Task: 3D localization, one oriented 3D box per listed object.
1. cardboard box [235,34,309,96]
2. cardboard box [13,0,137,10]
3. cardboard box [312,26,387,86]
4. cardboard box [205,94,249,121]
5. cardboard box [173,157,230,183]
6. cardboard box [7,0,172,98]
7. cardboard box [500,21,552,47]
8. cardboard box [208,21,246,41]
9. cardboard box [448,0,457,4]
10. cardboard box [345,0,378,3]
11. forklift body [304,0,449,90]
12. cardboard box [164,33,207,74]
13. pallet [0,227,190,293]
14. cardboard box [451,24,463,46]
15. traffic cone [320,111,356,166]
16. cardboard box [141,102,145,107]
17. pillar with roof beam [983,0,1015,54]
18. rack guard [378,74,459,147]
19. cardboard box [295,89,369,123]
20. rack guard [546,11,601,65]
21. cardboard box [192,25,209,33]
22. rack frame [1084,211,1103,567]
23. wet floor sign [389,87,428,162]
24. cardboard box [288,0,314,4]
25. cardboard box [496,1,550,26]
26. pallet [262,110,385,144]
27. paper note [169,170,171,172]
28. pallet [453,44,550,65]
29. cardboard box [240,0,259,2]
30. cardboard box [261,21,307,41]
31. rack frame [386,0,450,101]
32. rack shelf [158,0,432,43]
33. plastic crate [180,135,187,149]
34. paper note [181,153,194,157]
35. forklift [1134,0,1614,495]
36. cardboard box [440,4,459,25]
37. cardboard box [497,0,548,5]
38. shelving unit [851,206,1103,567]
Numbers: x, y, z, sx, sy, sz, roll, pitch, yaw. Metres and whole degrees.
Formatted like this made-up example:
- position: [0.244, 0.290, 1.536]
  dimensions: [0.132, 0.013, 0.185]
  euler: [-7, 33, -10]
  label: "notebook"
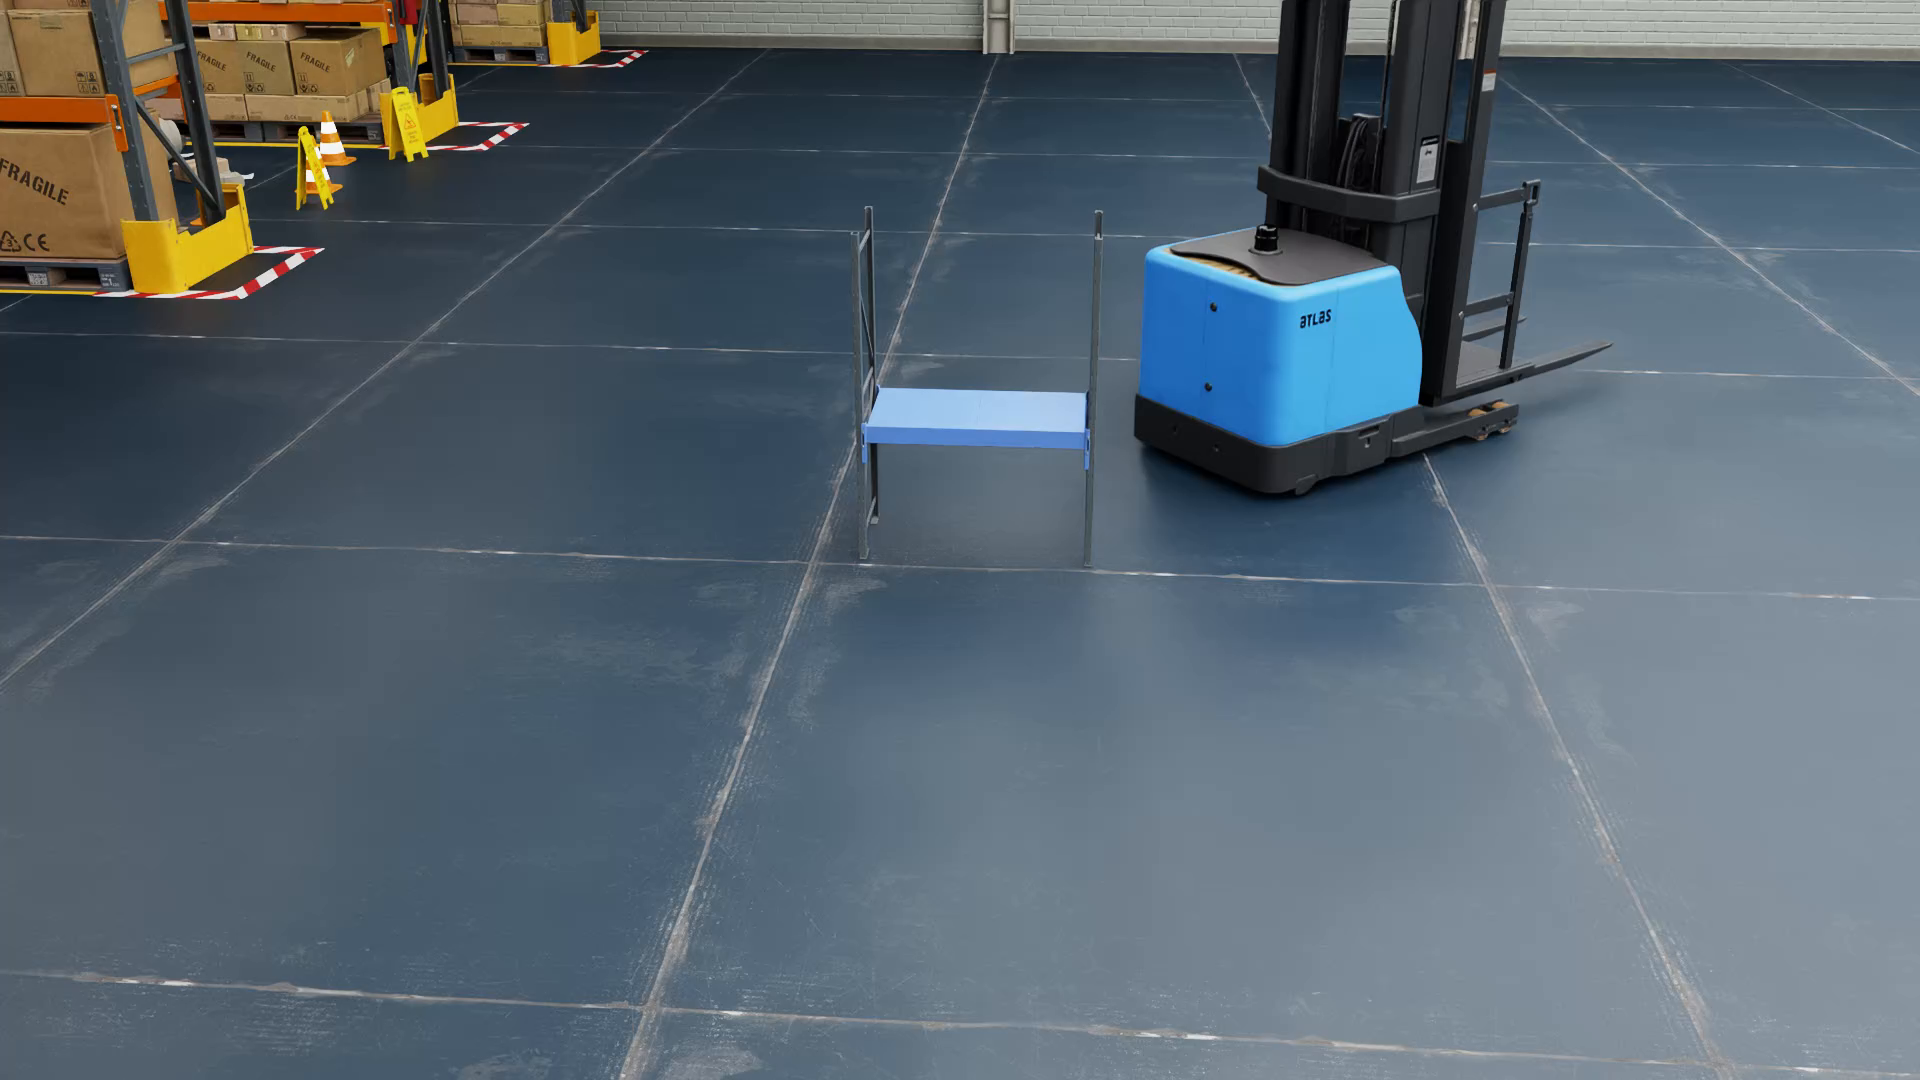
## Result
- position: [-6.574, -4.581, 16.008]
  dimensions: [0.500, 0.500, 0.500]
  euler: [3, 25, 6]
  label: "cardboard box"
- position: [-5.880, -3.887, 11.138]
  dimensions: [0.550, 0.550, 0.875]
  euler: [2, 25, 4]
  label: "cardboard box"
- position: [-6.042, -4.791, 16.463]
  dimensions: [0.500, 0.500, 0.500]
  euler: [1, 25, 2]
  label: "cardboard box"
- position: [-7.100, -4.257, 16.199]
  dimensions: [0.500, 0.250, 0.500]
  euler: [1, 25, 2]
  label: "cardboard box"
- position: [-6.696, -3.272, 14.682]
  dimensions: [0.250, 0.149, 0.380]
  euler: [16, 29, 31]
  label: "cardboard box"
- position: [-5.887, -3.362, 11.288]
  dimensions: [0.550, 0.550, 0.875]
  euler: [2, 25, 4]
  label: "cardboard box"
- position: [-5.351, -6.261, 20.555]
  dimensions: [0.500, 0.250, 0.500]
  euler: [2, 25, 4]
  label: "cardboard box"
- position: [-6.938, -4.863, 15.844]
  dimensions: [0.250, 0.149, 0.380]
  euler: [3, 25, 6]
  label: "cardboard box"
- position: [-6.355, -6.742, 20.405]
  dimensions: [0.500, 0.250, 0.500]
  euler: [2, 25, 5]
  label: "cardboard box"
- position: [-5.624, -5.176, 15.710]
  dimensions: [0.250, 0.149, 0.380]
  euler: [3, 25, 6]
  label: "cardboard box"
- position: [-6.889, -6.350, 18.978]
  dimensions: [1.214, 2.155, 2.313]
  euler: [2, 25, 4]
  label: "forklift body"
- position: [-7.604, -4.616, 16.084]
  dimensions: [0.500, 0.500, 0.500]
  euler: [3, 25, 7]
  label: "cardboard box"
- position: [-6.316, -2.027, 11.902]
  dimensions: [1.213, 0.211, 1.003]
  euler: [2, 25, 4]
  label: "pallet"
- position: [-6.345, -6.300, 20.641]
  dimensions: [0.500, 0.250, 0.500]
  euler: [2, 25, 5]
  label: "cardboard box"
- position: [-5.762, -3.690, 15.217]
  dimensions: [0.334, 0.463, 0.336]
  euler: [2, 25, 4]
  label: "traffic cone"
- position: [-8.122, -4.293, 16.278]
  dimensions: [0.500, 0.250, 0.500]
  euler: [3, 25, 7]
  label: "cardboard box"
- position: [0.169, -8.573, 15.615]
  dimensions: [0.400, 9.000, 9.100]
  euler: [2, 25, 4]
  label: "pillar with roof beam"
- position: [-5.311, -4.234, 16.353]
  dimensions: [0.348, 0.500, 1.175]
  euler: [2, 25, 4]
  label: "rack guard"
- position: [-6.085, -4.223, 16.126]
  dimensions: [0.500, 0.250, 0.500]
  euler: [2, 25, 4]
  label: "cardboard box"
- position: [-4.835, -6.299, 20.842]
  dimensions: [0.348, 0.500, 1.175]
  euler: [2, 25, 4]
  label: "rack guard"
- position: [-7.597, -4.839, 16.567]
  dimensions: [0.500, 0.500, 0.500]
  euler: [3, 25, 7]
  label: "cardboard box"
- position: [0.592, -0.662, 7.395]
  dimensions: [0.032, 1.500, 0.500]
  euler: [2, 25, 4]
  label: "rack frame"
- position: [-5.127, -3.845, 15.335]
  dimensions: [0.232, 0.644, 0.267]
  euler: [11, 27, 22]
  label: "wet floor sign"
- position: [-6.139, -5.155, 15.664]
  dimensions: [0.250, 0.149, 0.380]
  euler: [1, 25, 3]
  label: "cardboard box"
- position: [-5.368, -6.490, 20.454]
  dimensions: [0.500, 0.250, 0.500]
  euler: [2, 25, 3]
  label: "cardboard box"
- position: [-6.118, -4.143, 16.502]
  dimensions: [1.213, 0.211, 1.003]
  euler: [2, 25, 4]
  label: "pallet"
- position: [-7.165, -3.303, 14.906]
  dimensions: [0.142, 0.019, 0.148]
  euler: [11, 27, 22]
  label: "paper note"
- position: [-5.624, -6.176, 20.919]
  dimensions: [1.213, 0.211, 1.003]
  euler: [2, 25, 4]
  label: "pallet"
- position: [-6.643, -5.217, 15.800]
  dimensions: [0.250, 0.149, 0.380]
  euler: [2, 25, 5]
  label: "cardboard box"
- position: [-6.425, -4.845, 15.804]
  dimensions: [0.250, 0.149, 0.380]
  euler: [3, 25, 6]
  label: "cardboard box"
- position: [-5.235, -5.367, 15.825]
  dimensions: [0.127, 3.000, 1.000]
  euler: [2, 25, 4]
  label: "rack frame"
- position: [-7.229, -5.104, 16.114]
  dimensions: [4.000, 0.370, 1.077]
  euler: [2, 25, 4]
  label: "rack shelf"
- position: [-7.721, -3.776, 15.862]
  dimensions: [0.583, 0.080, 0.402]
  euler: [-7, 26, -14]
  label: "plastic crate"
- position: [-7.227, -3.606, 15.551]
  dimensions: [0.148, 0.019, 0.142]
  euler: [-7, 26, -14]
  label: "paper note"
- position: [2.407, -2.024, 8.642]
  dimensions: [3.031, 2.935, 1.130]
  euler: [-17, 30, -32]
  label: "forklift"
- position: [-6.383, -6.518, 20.516]
  dimensions: [0.500, 0.250, 0.500]
  euler: [1, 25, 3]
  label: "cardboard box"
- position: [-5.342, -6.716, 20.349]
  dimensions: [0.500, 0.250, 0.500]
  euler: [3, 25, 6]
  label: "cardboard box"
- position: [0.085, -0.679, 7.431]
  dimensions: [1.048, 1.500, 0.538]
  euler: [2, 25, 4]
  label: "shelving unit"
